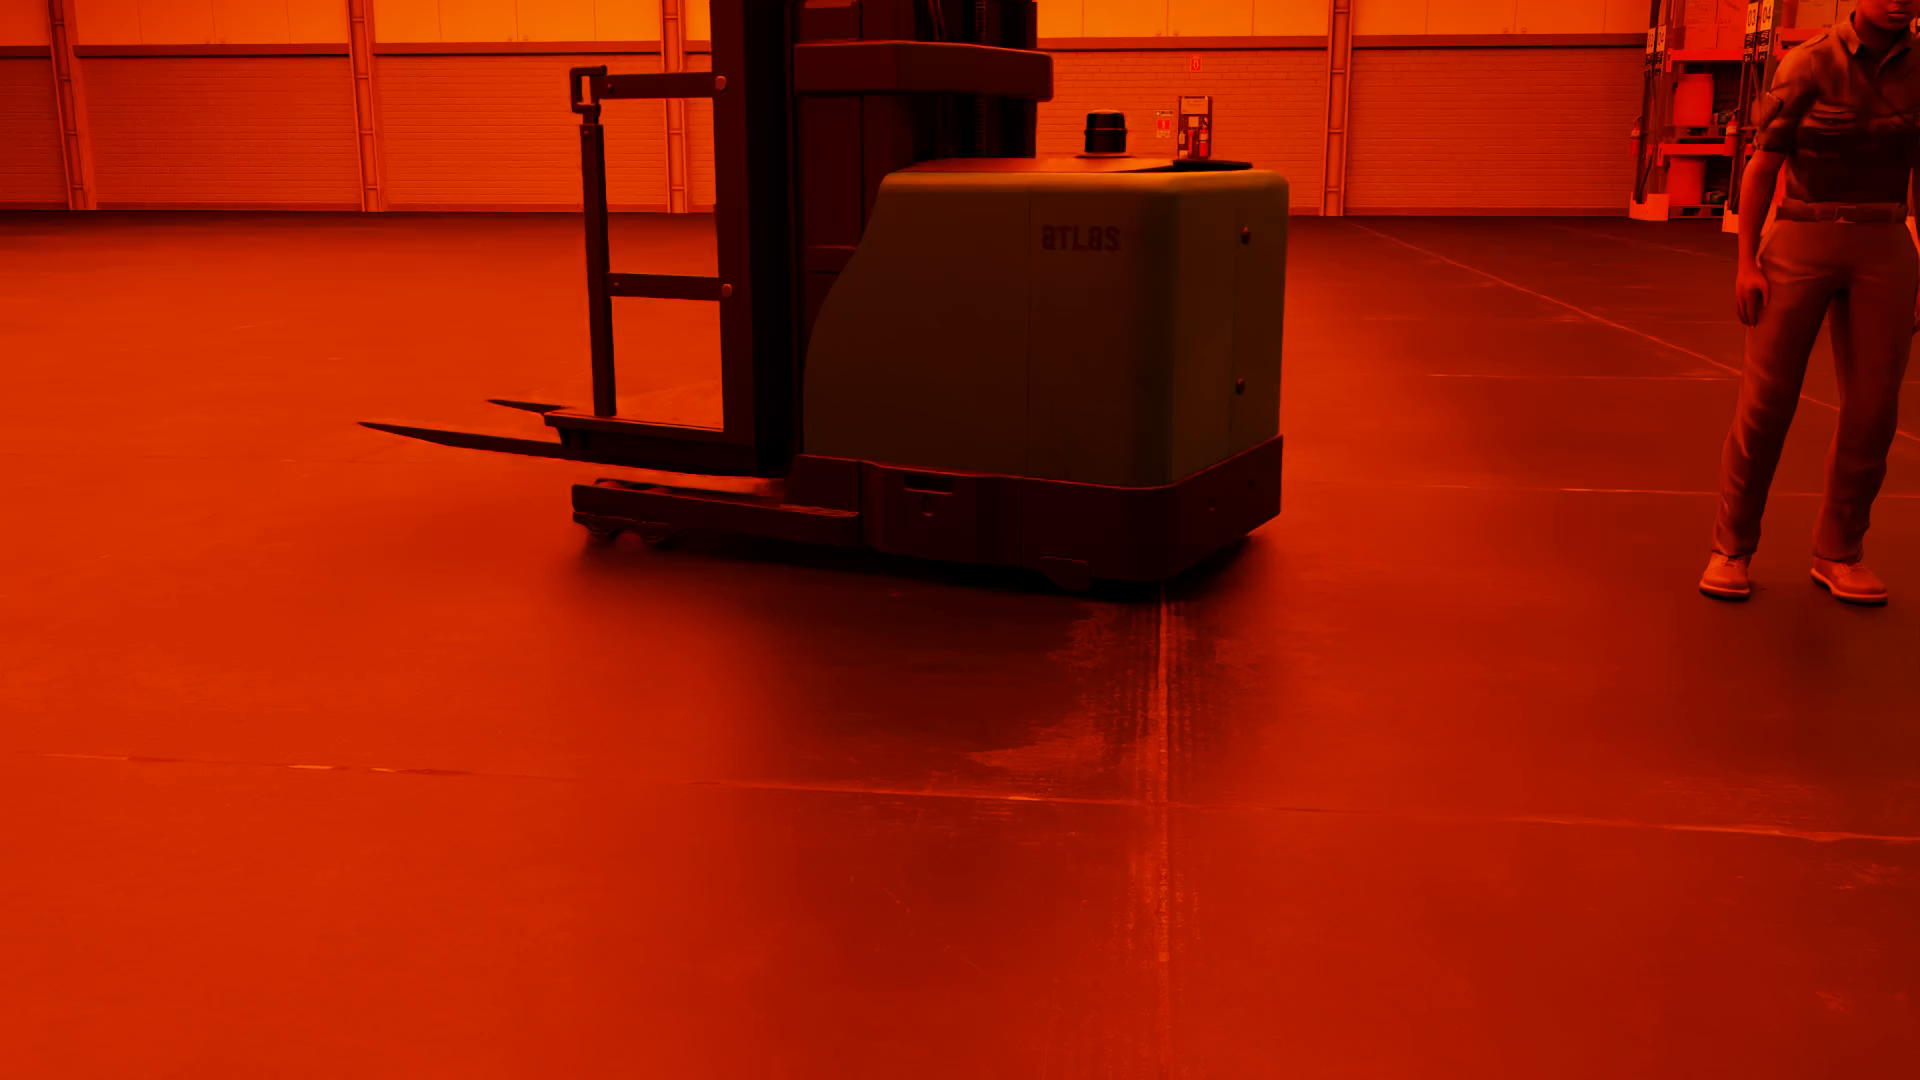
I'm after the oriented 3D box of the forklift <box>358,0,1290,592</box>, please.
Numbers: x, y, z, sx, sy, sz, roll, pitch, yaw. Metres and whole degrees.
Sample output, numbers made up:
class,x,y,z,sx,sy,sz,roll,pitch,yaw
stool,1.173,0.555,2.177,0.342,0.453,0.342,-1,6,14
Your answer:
class,x,y,z,sx,sy,sz,roll,pitch,yaw
forklift,-0.580,-1.514,4.983,3.031,2.935,1.130,7,15,28

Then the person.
class,x,y,z,sx,sy,sz,roll,pitch,yaw
person,2.213,-0.677,4.216,0.520,1.653,0.349,2,13,10
